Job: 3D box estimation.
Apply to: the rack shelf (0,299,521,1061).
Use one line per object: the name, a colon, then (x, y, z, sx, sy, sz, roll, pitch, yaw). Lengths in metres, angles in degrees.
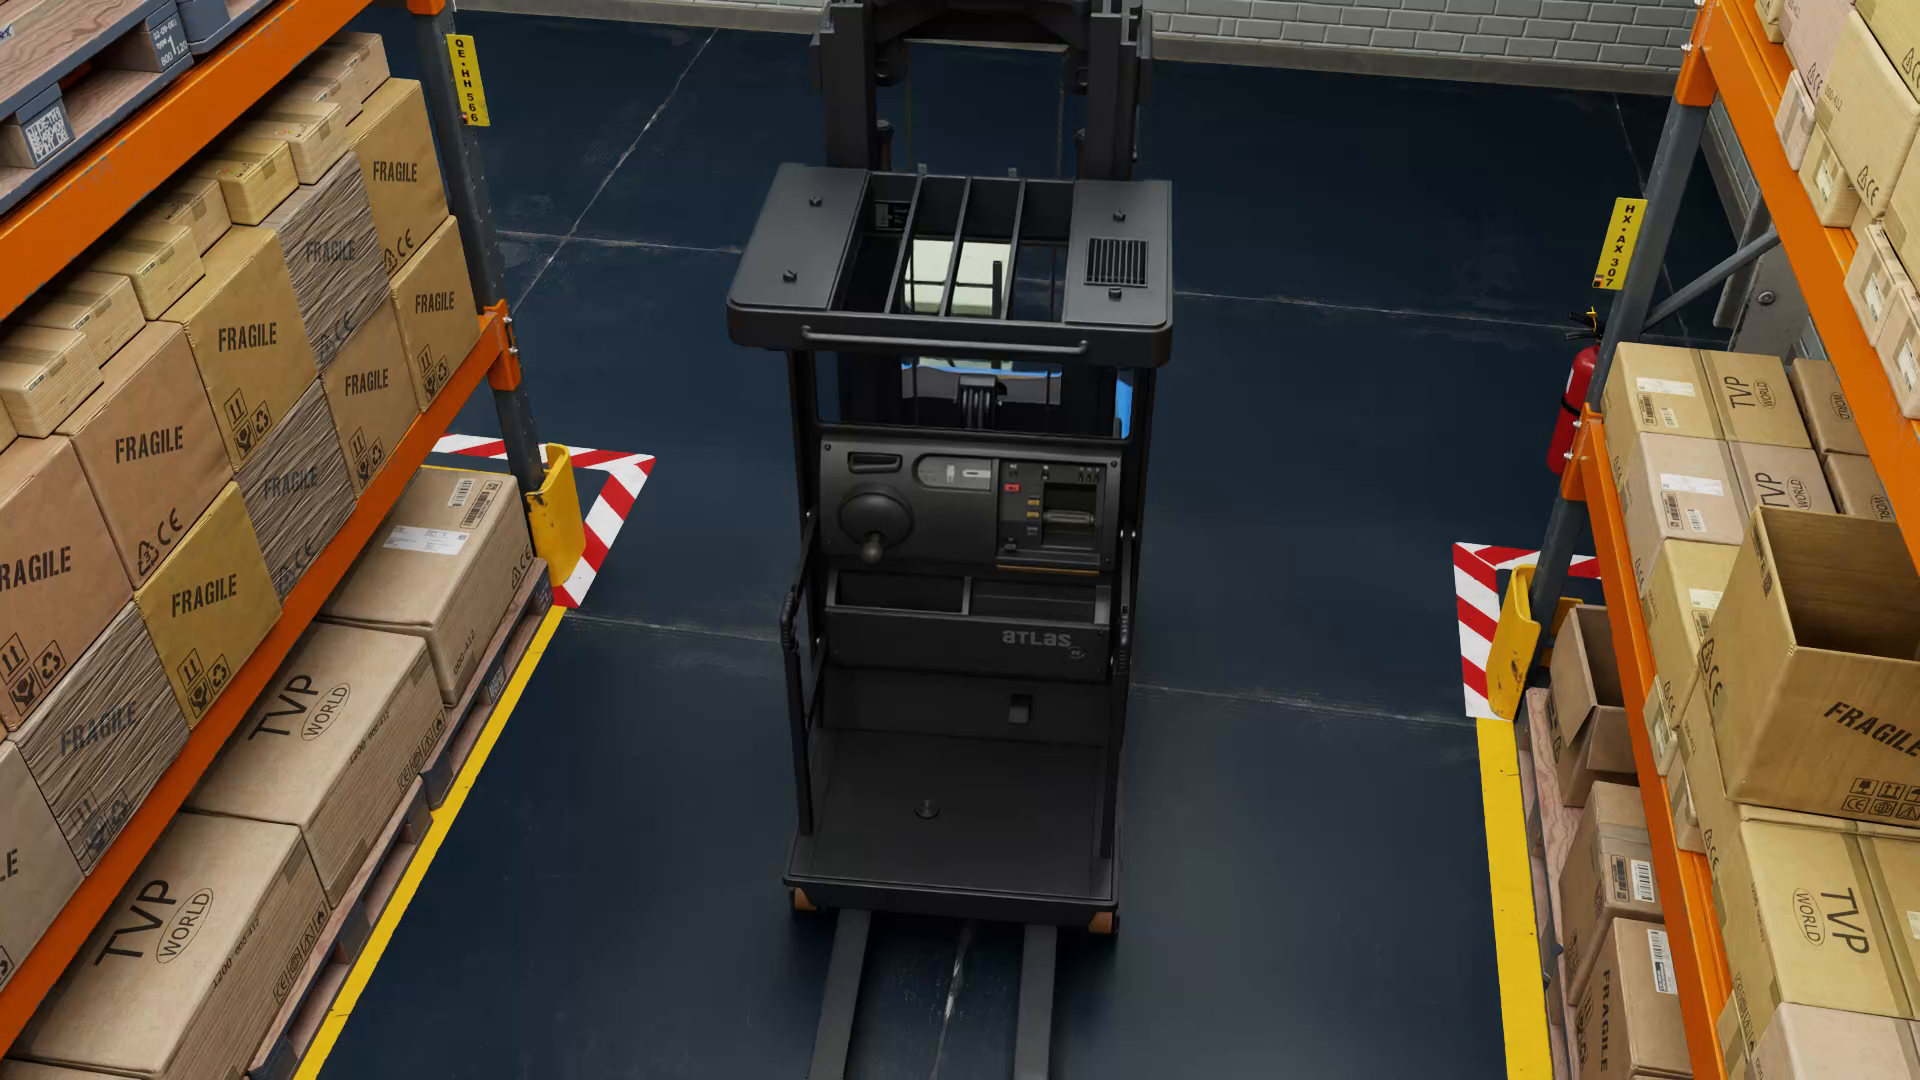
rack shelf: (-2.568, 0.427, 4.944, 1.077, 0.370, 4.000, 6, 40, 8)

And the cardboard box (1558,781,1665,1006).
cardboard box: (2.282, 1.147, 5.141, 0.700, 0.500, 0.500, 8, 40, 9)

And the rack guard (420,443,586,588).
rack guard: (-2.218, -0.157, 7.048, 1.175, 0.500, 0.348, 6, 40, 8)

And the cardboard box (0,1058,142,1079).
cardboard box: (-2.700, 1.848, 4.342, 0.875, 0.438, 0.875, 6, 40, 7)

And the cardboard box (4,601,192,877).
cardboard box: (-2.392, 0.474, 4.244, 0.500, 0.500, 0.500, 7, 40, 8)

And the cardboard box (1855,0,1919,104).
cardboard box: (2.163, -1.081, 3.342, 0.500, 0.250, 0.500, 6, 40, 7)

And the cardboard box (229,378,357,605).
cardboard box: (-2.226, -0.175, 5.029, 0.500, 0.500, 0.500, 7, 40, 9)

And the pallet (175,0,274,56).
pallet: (-2.340, -1.761, 4.741, 1.003, 0.211, 1.213, 6, 40, 8)

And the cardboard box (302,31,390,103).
cardboard box: (-2.087, -1.532, 5.377, 0.380, 0.149, 0.250, 7, 40, 8)

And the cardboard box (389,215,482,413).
cardboard box: (-2.045, -0.812, 5.800, 0.500, 0.500, 0.500, 7, 40, 8)

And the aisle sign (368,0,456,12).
aisle sign: (-1.904, -2.118, 5.418, 0.394, 0.787, 0.004, 6, 40, 8)

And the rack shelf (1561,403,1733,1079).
rack shelf: (2.321, 0.972, 4.285, 1.077, 0.370, 4.000, 6, 40, 8)

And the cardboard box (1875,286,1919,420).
cardboard box: (1.984, -0.337, 3.147, 0.380, 0.149, 0.250, 7, 40, 9)

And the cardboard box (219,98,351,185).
cardboard box: (-2.069, -1.199, 4.974, 0.380, 0.149, 0.250, 6, 40, 7)

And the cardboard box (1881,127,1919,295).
cardboard box: (2.086, -0.557, 3.100, 0.500, 0.250, 0.500, 6, 40, 7)

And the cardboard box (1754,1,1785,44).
cardboard box: (2.383, -1.445, 4.487, 0.380, 0.149, 0.250, 7, 40, 9)

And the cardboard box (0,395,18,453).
cardboard box: (-2.432, -0.246, 3.821, 0.380, 0.149, 0.250, 6, 40, 8)

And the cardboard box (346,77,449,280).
cardboard box: (-2.071, -1.201, 5.485, 0.500, 0.500, 0.500, 8, 40, 9)

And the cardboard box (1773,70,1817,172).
cardboard box: (2.158, -0.974, 3.917, 0.380, 0.149, 0.250, 7, 40, 9)

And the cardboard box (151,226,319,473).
cardboard box: (-2.221, -0.559, 4.709, 0.500, 0.500, 0.500, 6, 40, 7)

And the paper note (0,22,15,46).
paper note: (-2.012, -1.042, 3.470, 0.006, 0.032, 0.123, 6, 40, 8)

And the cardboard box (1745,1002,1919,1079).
cardboard box: (1.895, 1.230, 3.292, 0.500, 0.250, 0.500, 7, 40, 8)

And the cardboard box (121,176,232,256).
cardboard box: (-2.268, -0.889, 4.599, 0.380, 0.149, 0.250, 6, 40, 7)

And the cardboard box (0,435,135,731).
cardboard box: (-2.400, 0.072, 3.946, 0.500, 0.500, 0.500, 7, 40, 9)

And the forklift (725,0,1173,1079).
forklift: (0.010, -0.028, 4.983, 1.130, 2.935, 3.031, 4, 40, 4)

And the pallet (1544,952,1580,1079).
pallet: (2.304, 1.826, 4.876, 1.003, 0.211, 1.213, 6, 40, 8)

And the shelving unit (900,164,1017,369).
shelving unit: (-0.007, -0.696, 6.915, 0.431, 1.500, 0.755, 4, 40, 4)

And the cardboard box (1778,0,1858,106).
cardboard box: (2.254, -1.204, 3.882, 0.500, 0.250, 0.500, 7, 40, 9)

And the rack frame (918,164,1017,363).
rack frame: (0.029, -0.928, 7.195, 0.400, 1.500, 0.023, 4, 40, 4)

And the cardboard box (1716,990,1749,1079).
cardboard box: (1.915, 1.162, 3.688, 0.380, 0.149, 0.250, 6, 40, 7)

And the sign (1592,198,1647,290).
sign: (2.133, -0.954, 5.370, 0.100, 0.325, 0.005, 6, 40, 8)

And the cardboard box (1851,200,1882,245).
cardboard box: (2.138, -0.647, 3.521, 0.380, 0.149, 0.250, 6, 40, 7)

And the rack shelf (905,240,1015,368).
rack shelf: (-0.007, -0.997, 6.666, 0.431, 0.370, 0.720, 4, 40, 4)

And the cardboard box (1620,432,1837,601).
cardboard box: (2.237, -0.046, 4.836, 0.500, 0.250, 0.500, 7, 40, 8)

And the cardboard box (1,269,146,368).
cardboard box: (-2.318, -0.563, 4.204, 0.380, 0.149, 0.250, 8, 40, 9)

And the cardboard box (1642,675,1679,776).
cardboard box: (2.068, 0.515, 4.470, 0.380, 0.149, 0.250, 5, 40, 6)

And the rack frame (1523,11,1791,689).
rack frame: (2.667, -0.561, 5.574, 1.000, 3.000, 0.127, 6, 40, 8)

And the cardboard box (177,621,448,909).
cardboard box: (-2.388, 0.721, 5.706, 0.875, 0.438, 0.875, 7, 40, 9)

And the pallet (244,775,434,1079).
pallet: (-2.497, 1.243, 5.581, 1.003, 0.211, 1.213, 6, 40, 8)

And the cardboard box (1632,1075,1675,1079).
cardboard box: (2.102, 1.798, 4.353, 0.700, 0.500, 0.500, 5, 40, 6)

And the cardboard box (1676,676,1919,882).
cardboard box: (2.085, 0.596, 4.060, 0.500, 0.250, 0.500, 5, 40, 7)

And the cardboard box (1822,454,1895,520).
cardboard box: (2.759, 0.024, 4.751, 0.500, 0.250, 0.500, 7, 40, 8)
